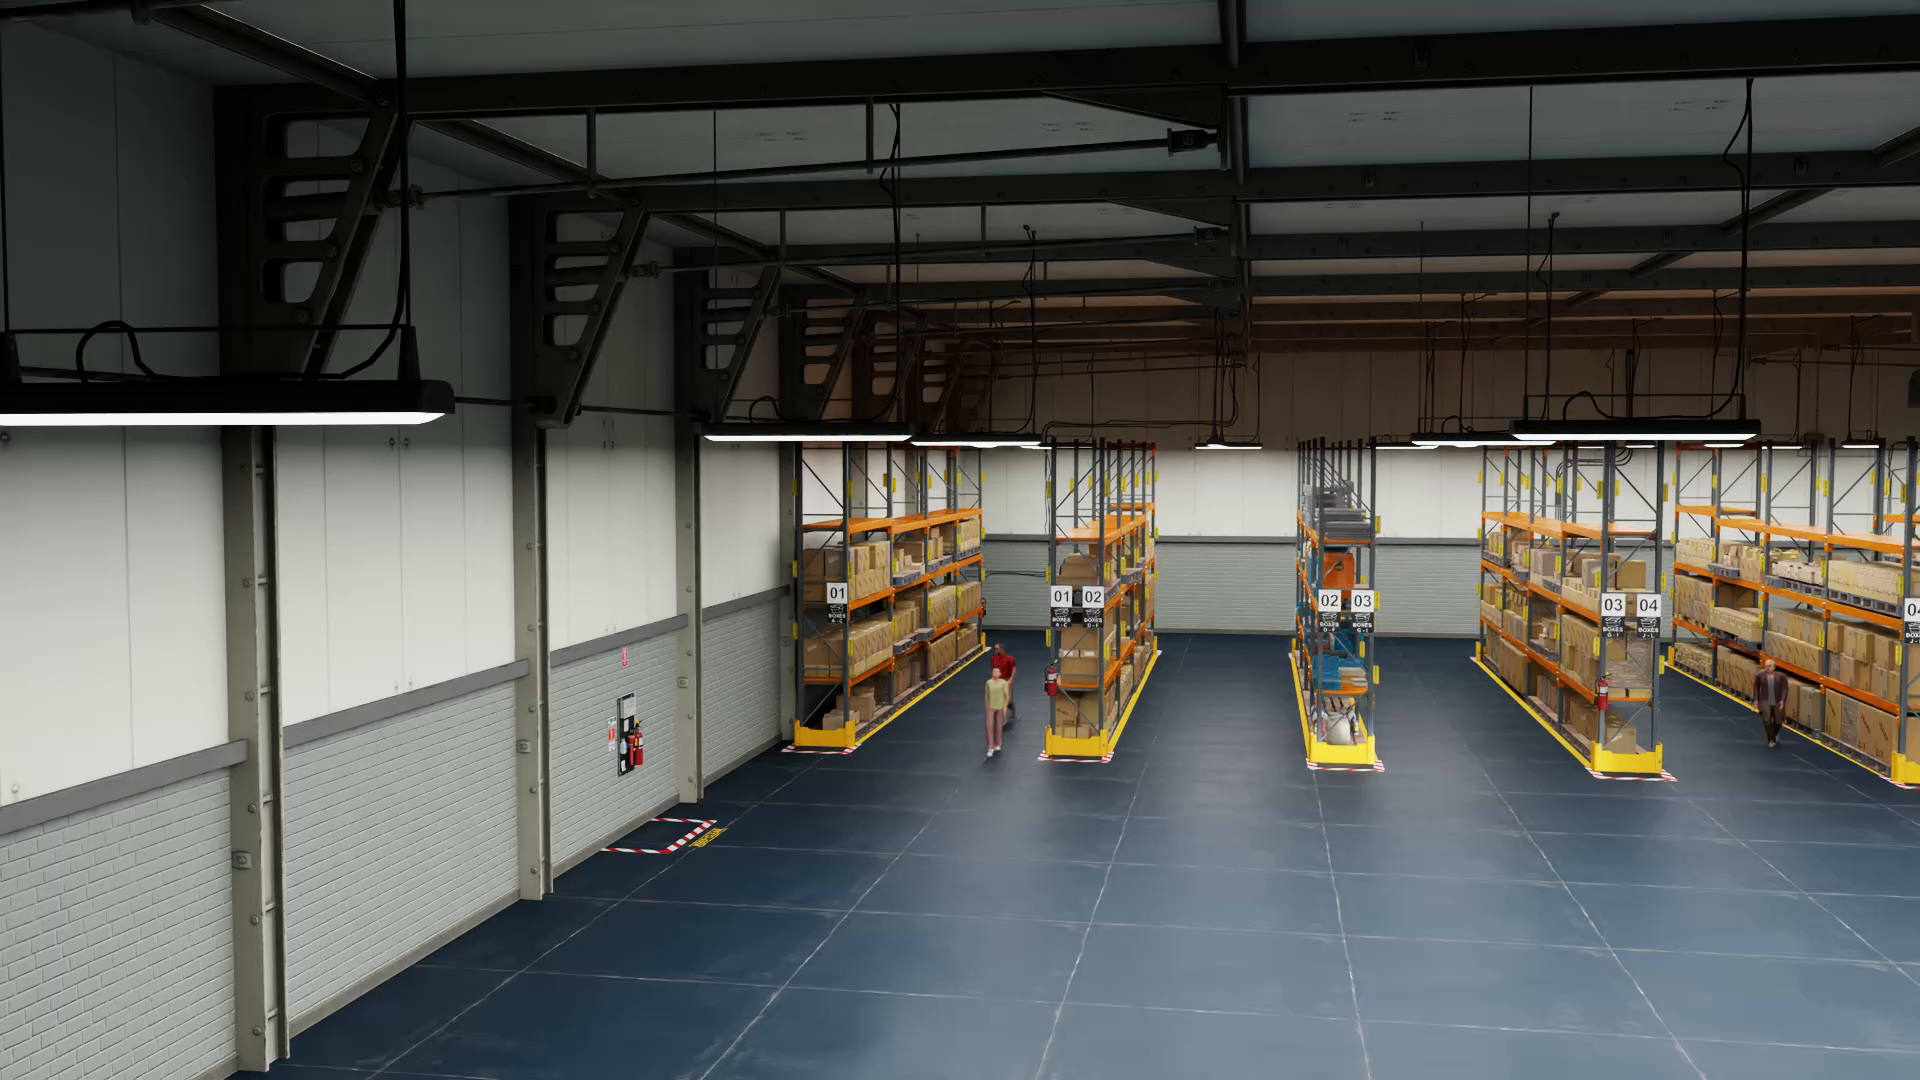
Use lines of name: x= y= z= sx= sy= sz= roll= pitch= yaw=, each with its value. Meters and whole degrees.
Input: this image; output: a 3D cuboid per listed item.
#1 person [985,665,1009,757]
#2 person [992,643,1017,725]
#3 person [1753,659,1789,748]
person: x=0.696 y=3.222 z=31.554 sx=0.460 sy=1.668 sz=0.770 roll=0 pitch=3 yaw=6
person: x=0.937 y=3.027 z=35.089 sx=0.594 sy=1.698 sz=0.623 roll=1 pitch=3 yaw=25
person: x=15.823 y=3.164 z=32.459 sx=0.620 sy=1.695 sz=0.849 roll=1 pitch=3 yaw=24
